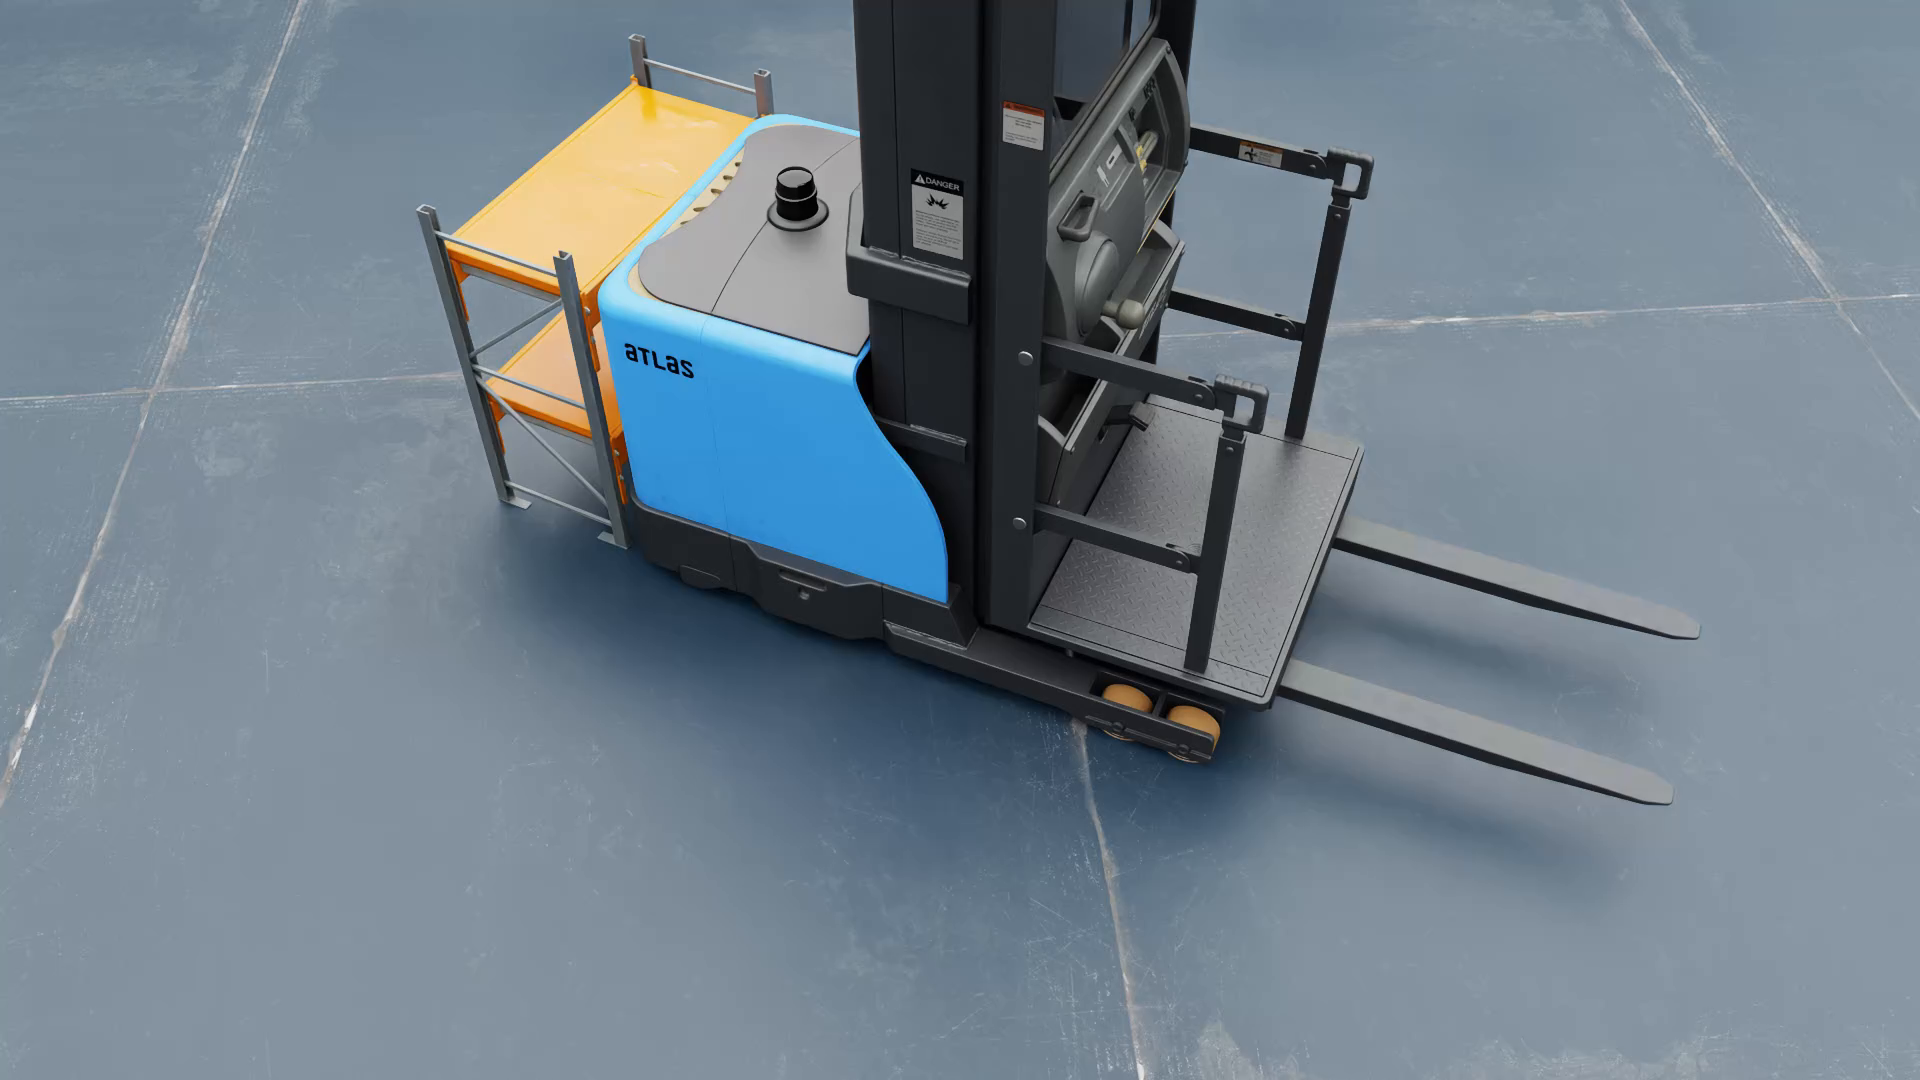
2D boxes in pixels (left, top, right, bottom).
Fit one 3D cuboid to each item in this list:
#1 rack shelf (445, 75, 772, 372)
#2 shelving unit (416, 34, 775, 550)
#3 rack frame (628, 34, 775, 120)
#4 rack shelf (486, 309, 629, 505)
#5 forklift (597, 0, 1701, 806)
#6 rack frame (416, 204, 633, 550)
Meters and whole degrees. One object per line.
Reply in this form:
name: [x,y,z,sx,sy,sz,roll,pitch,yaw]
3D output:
rack shelf: [-1.033,-0.977,4.998,0.538,0.278,1.000,20,50,18]
shelving unit: [-1.033,-0.776,5.210,0.538,1.125,1.048,20,50,18]
rack frame: [-0.804,-1.106,5.522,0.500,1.125,0.032,20,50,18]
rack shelf: [-1.033,-0.608,5.388,0.538,0.278,1.000,20,50,18]
forklift: [0.579,-0.827,4.015,3.031,2.935,1.130,17,49,16]
rack frame: [-1.262,-0.446,4.898,0.500,1.125,0.032,20,50,18]
